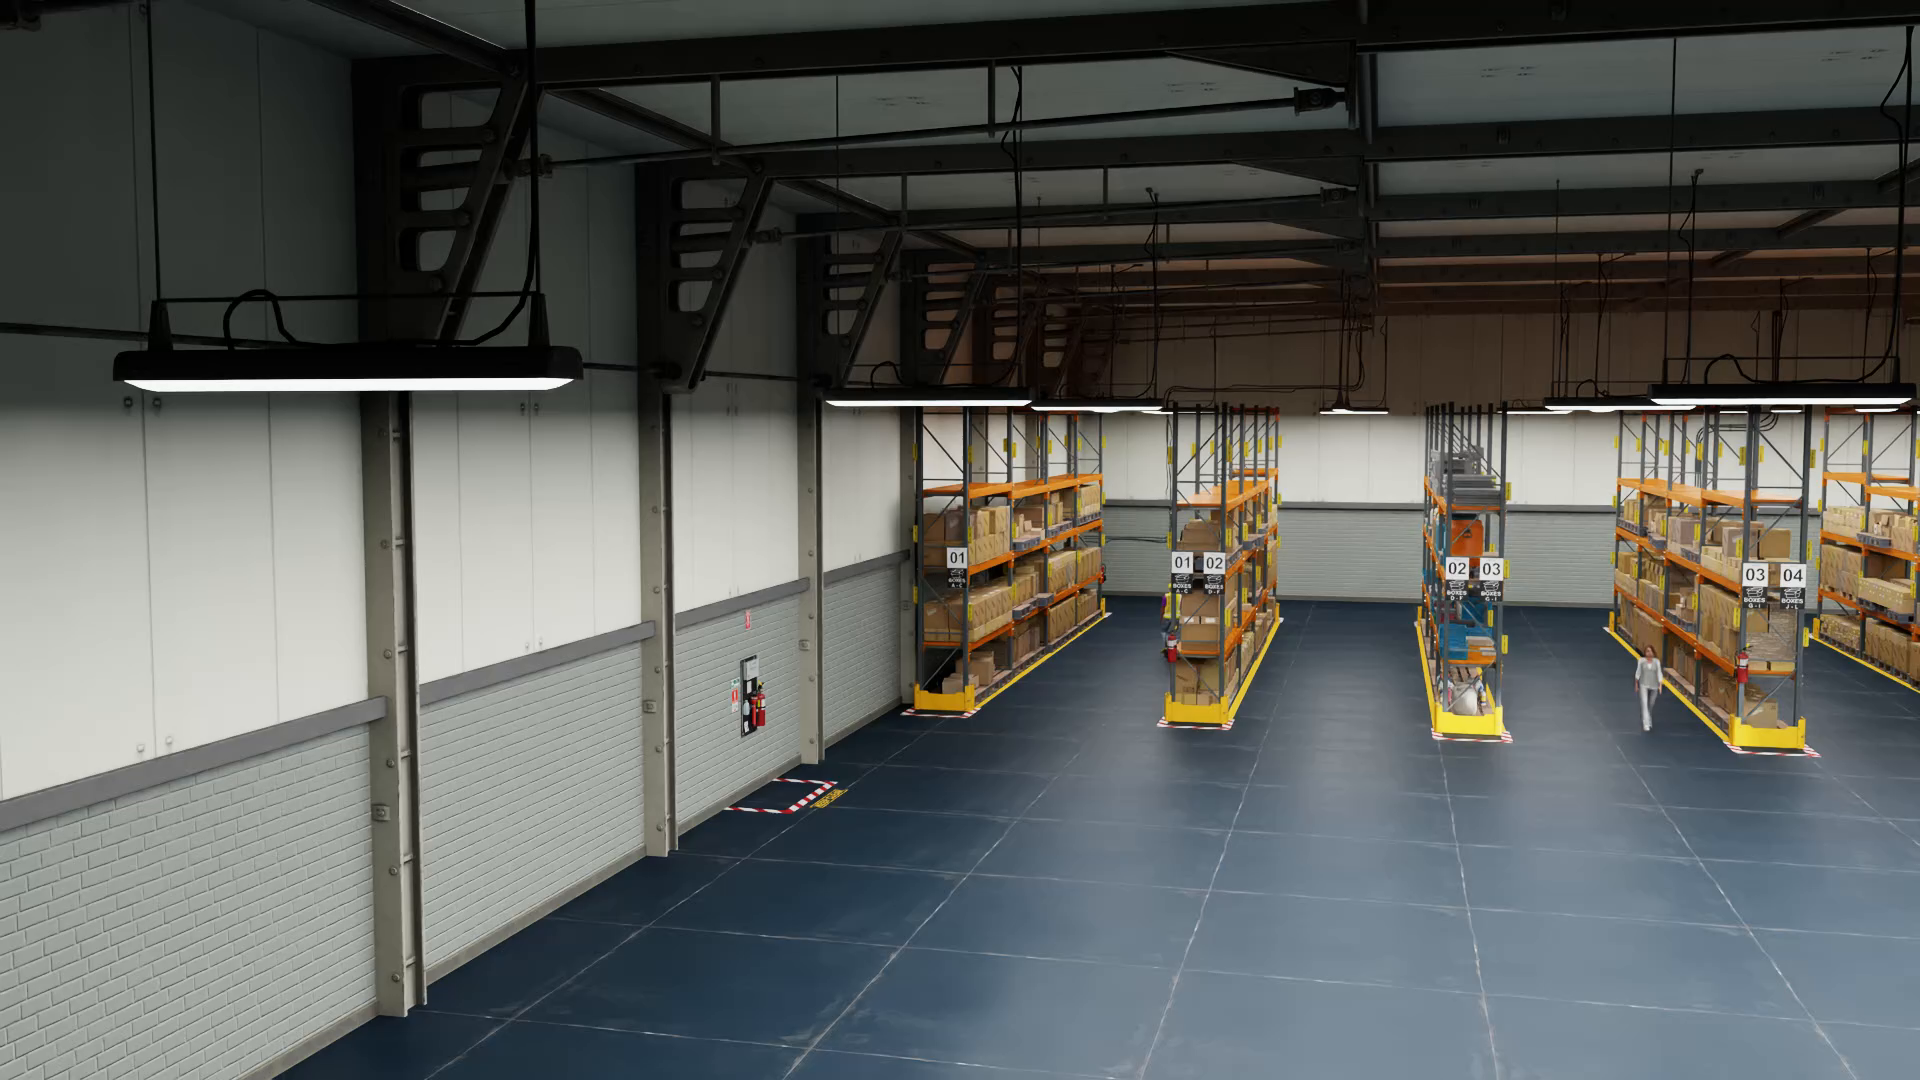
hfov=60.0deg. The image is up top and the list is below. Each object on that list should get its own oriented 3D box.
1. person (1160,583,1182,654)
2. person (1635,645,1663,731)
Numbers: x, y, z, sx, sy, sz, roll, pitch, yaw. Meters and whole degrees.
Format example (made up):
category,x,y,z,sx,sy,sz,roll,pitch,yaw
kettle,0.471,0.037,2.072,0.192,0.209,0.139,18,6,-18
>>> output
category,x,y,z,sx,sy,sz,roll,pitch,yaw
person,5.110,1.889,40.008,0.617,1.766,0.468,-1,4,-10
person,12.572,2.690,30.310,0.434,1.547,0.946,1,4,13
